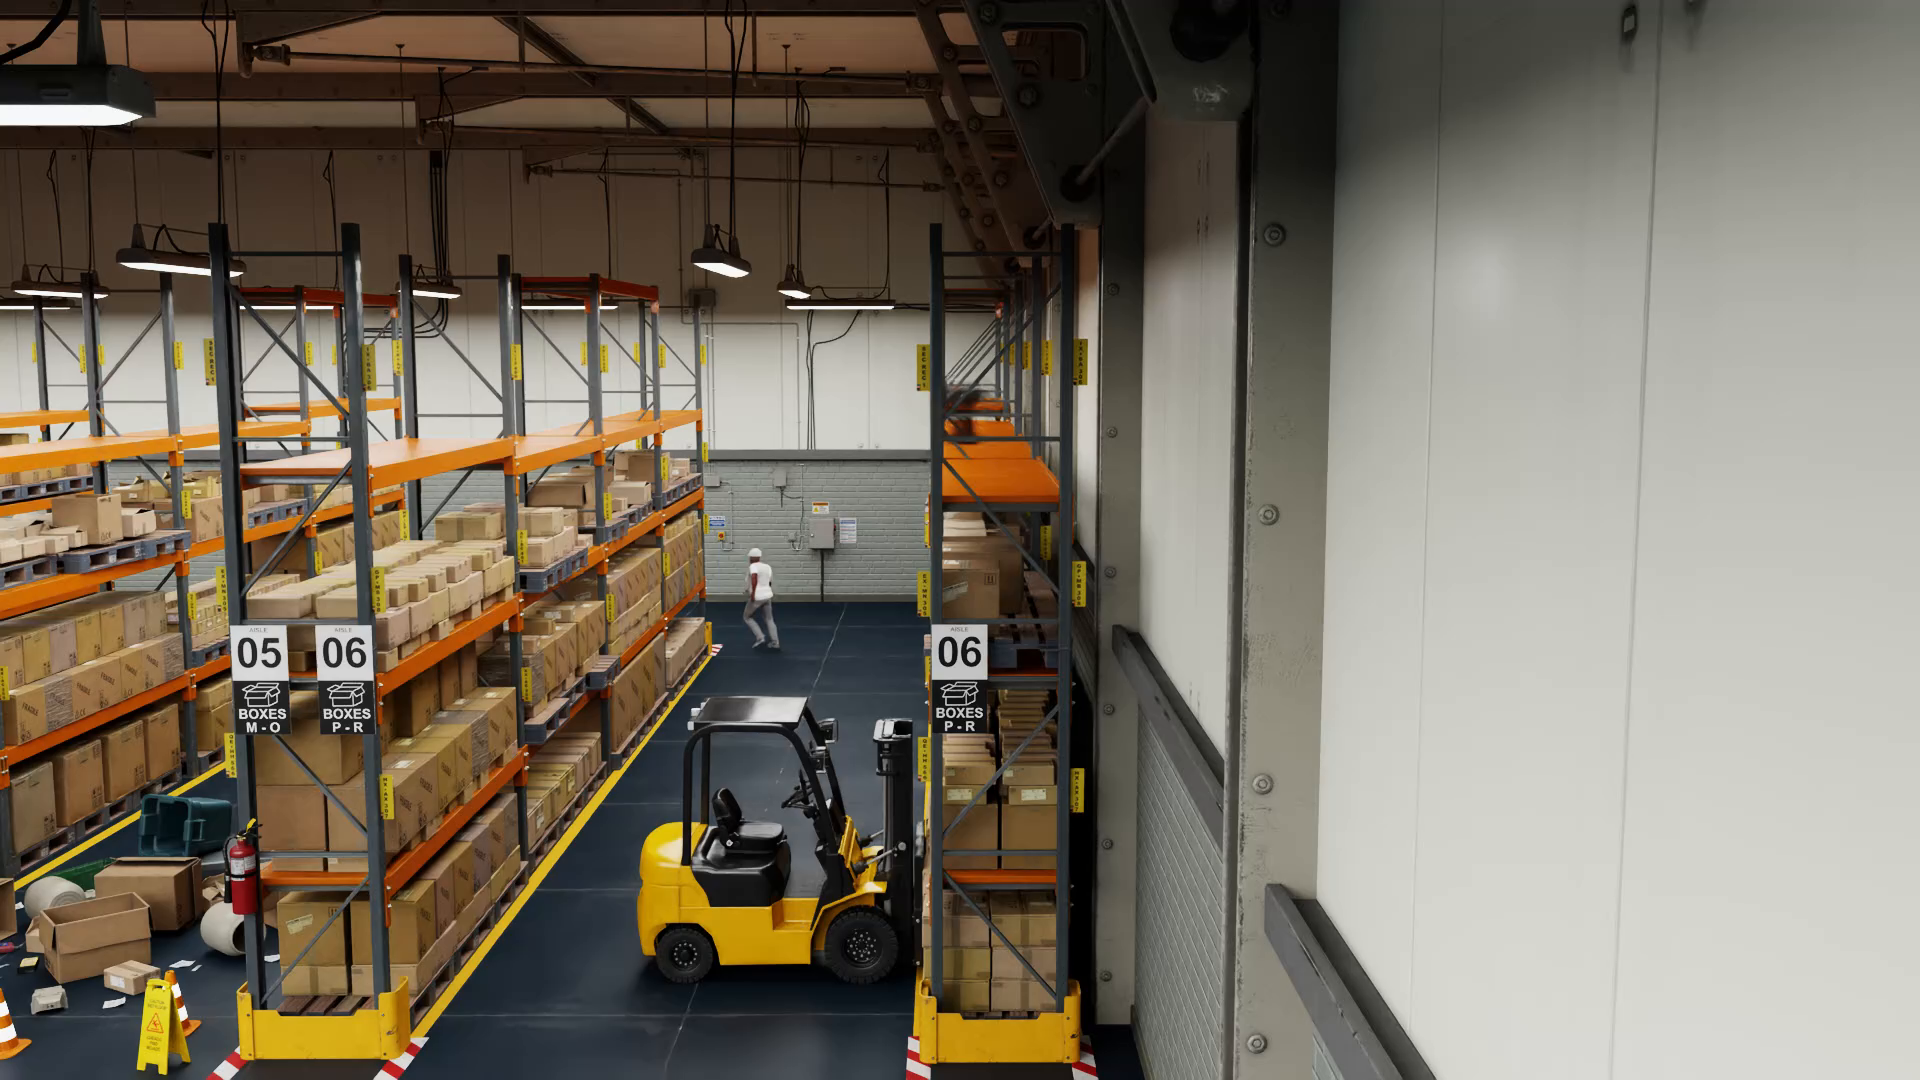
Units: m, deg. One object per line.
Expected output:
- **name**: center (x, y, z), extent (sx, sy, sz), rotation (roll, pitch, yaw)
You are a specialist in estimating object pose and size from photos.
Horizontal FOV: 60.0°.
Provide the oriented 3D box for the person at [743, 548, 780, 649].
- **person**: center (-3.368, 1.022, 28.291), extent (0.670, 1.734, 0.808), rotation (-7, 9, -44)
